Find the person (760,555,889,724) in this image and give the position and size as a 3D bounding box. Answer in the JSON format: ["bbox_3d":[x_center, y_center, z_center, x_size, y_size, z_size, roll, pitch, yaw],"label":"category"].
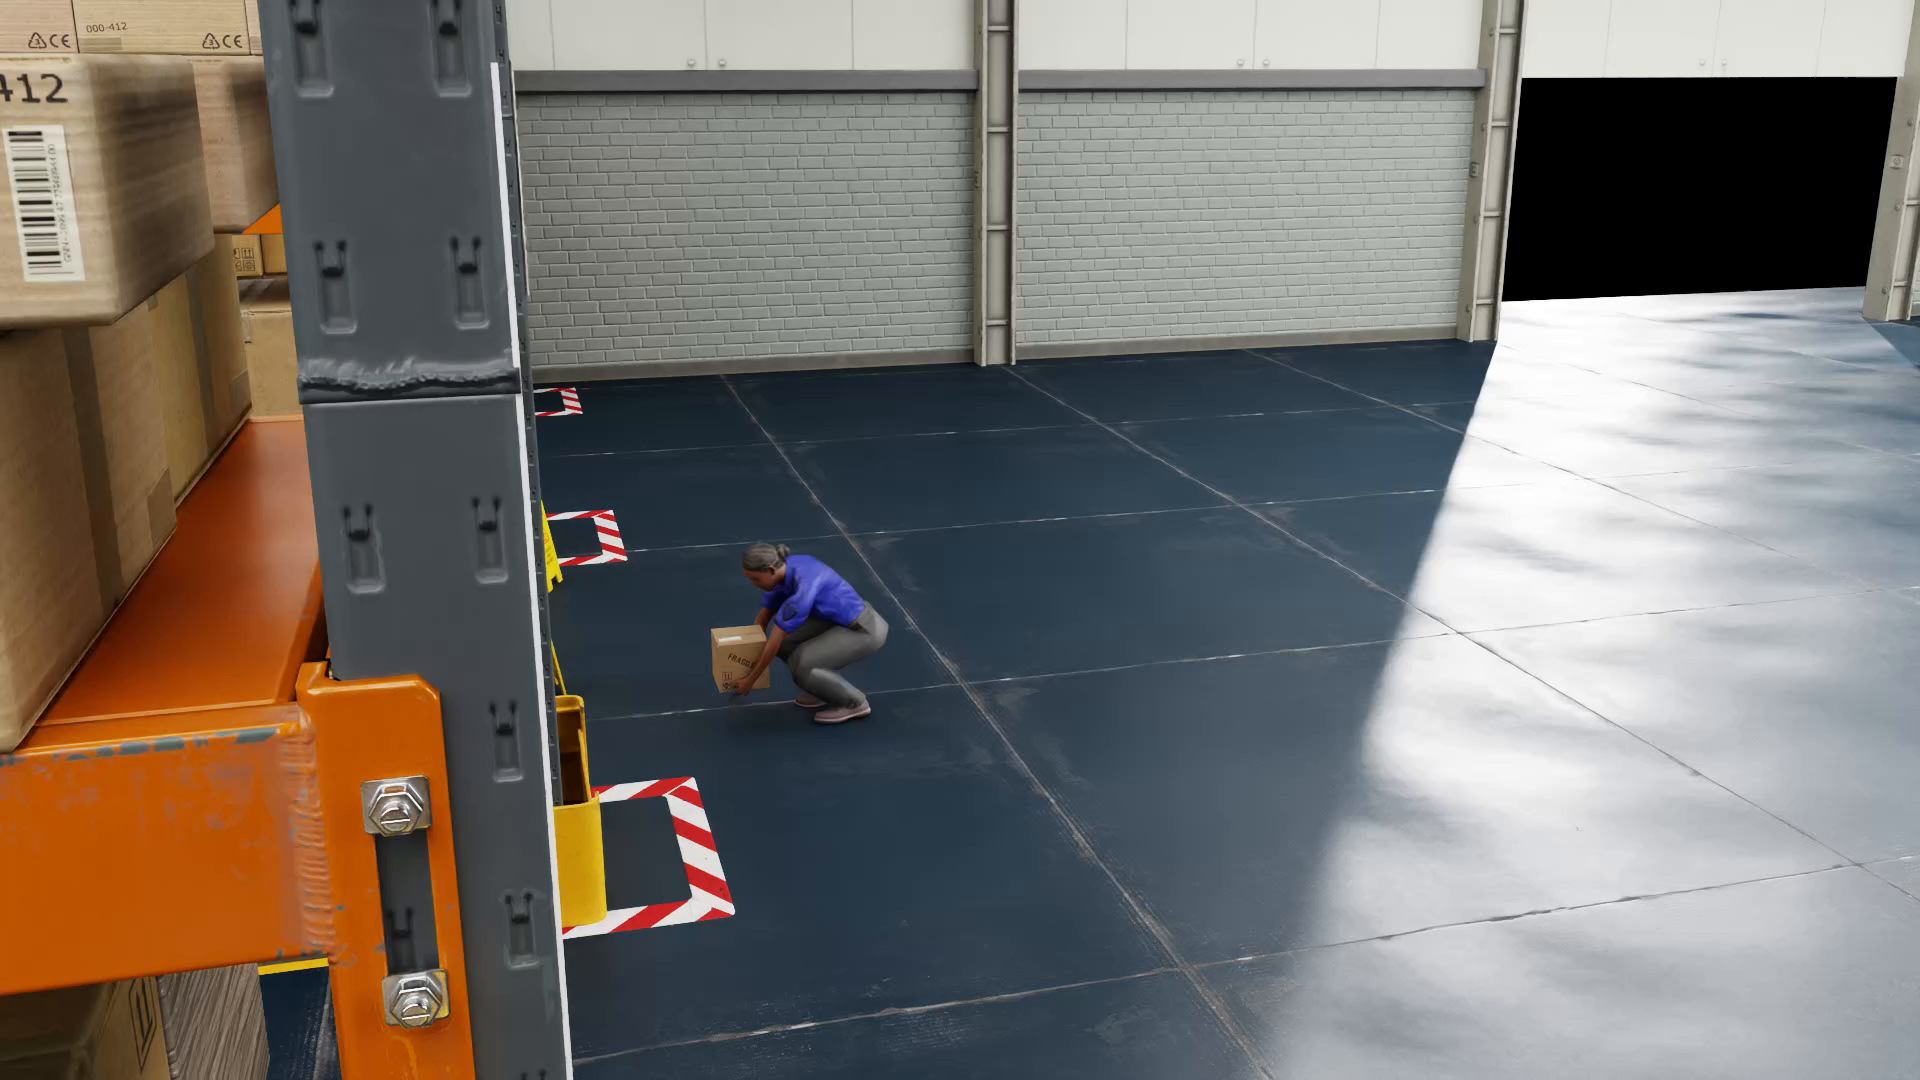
[{"bbox_3d":[-0.670,0.473,8.381,0.618,0.855,0.455,-5,17,-16],"label":"person"}]
